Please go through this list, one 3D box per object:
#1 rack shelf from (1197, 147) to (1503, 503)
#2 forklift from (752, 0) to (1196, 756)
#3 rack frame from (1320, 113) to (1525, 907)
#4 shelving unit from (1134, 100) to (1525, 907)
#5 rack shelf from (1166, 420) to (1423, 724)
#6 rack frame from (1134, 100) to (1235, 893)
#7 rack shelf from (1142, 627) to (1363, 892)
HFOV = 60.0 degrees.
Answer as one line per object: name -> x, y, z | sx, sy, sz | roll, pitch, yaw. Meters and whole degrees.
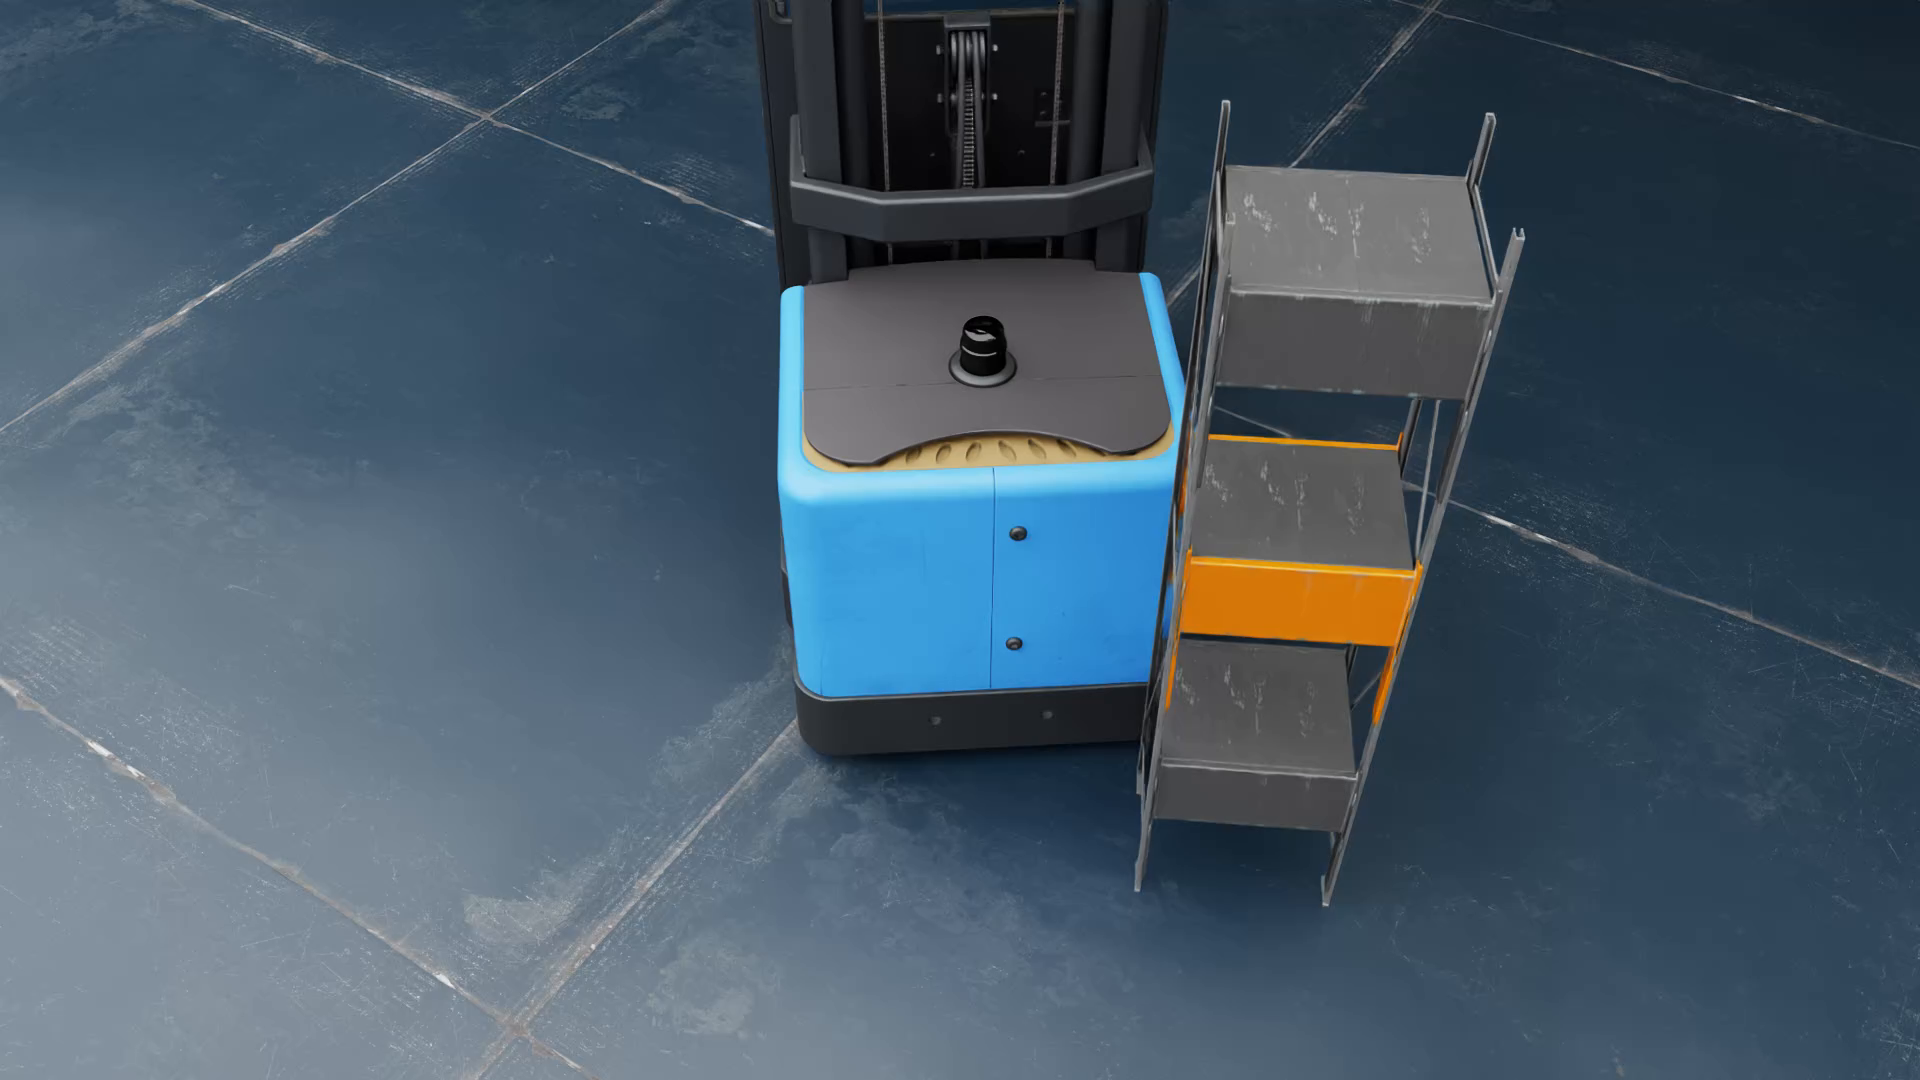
rack shelf -> 0.725, -0.415, 3.232 | 0.480, 0.518, 0.431 | 4, 46, 4
forklift -> -0.013, -1.481, 4.645 | 1.130, 2.935, 3.031 | -3, 46, -3
rack frame -> 0.968, 0.080, 3.709 | 0.015, 2.100, 0.400 | 4, 46, 4
shelving unit -> 0.725, 0.064, 3.724 | 0.503, 2.100, 0.431 | 4, 46, 4
rack shelf -> 0.725, 0.073, 3.734 | 0.480, 0.518, 0.431 | 4, 46, 4
rack frame -> 0.482, 0.048, 3.739 | 0.015, 2.100, 0.400 | 4, 46, 4
rack shelf -> 0.725, 0.561, 4.236 | 0.480, 0.518, 0.431 | 4, 46, 4
